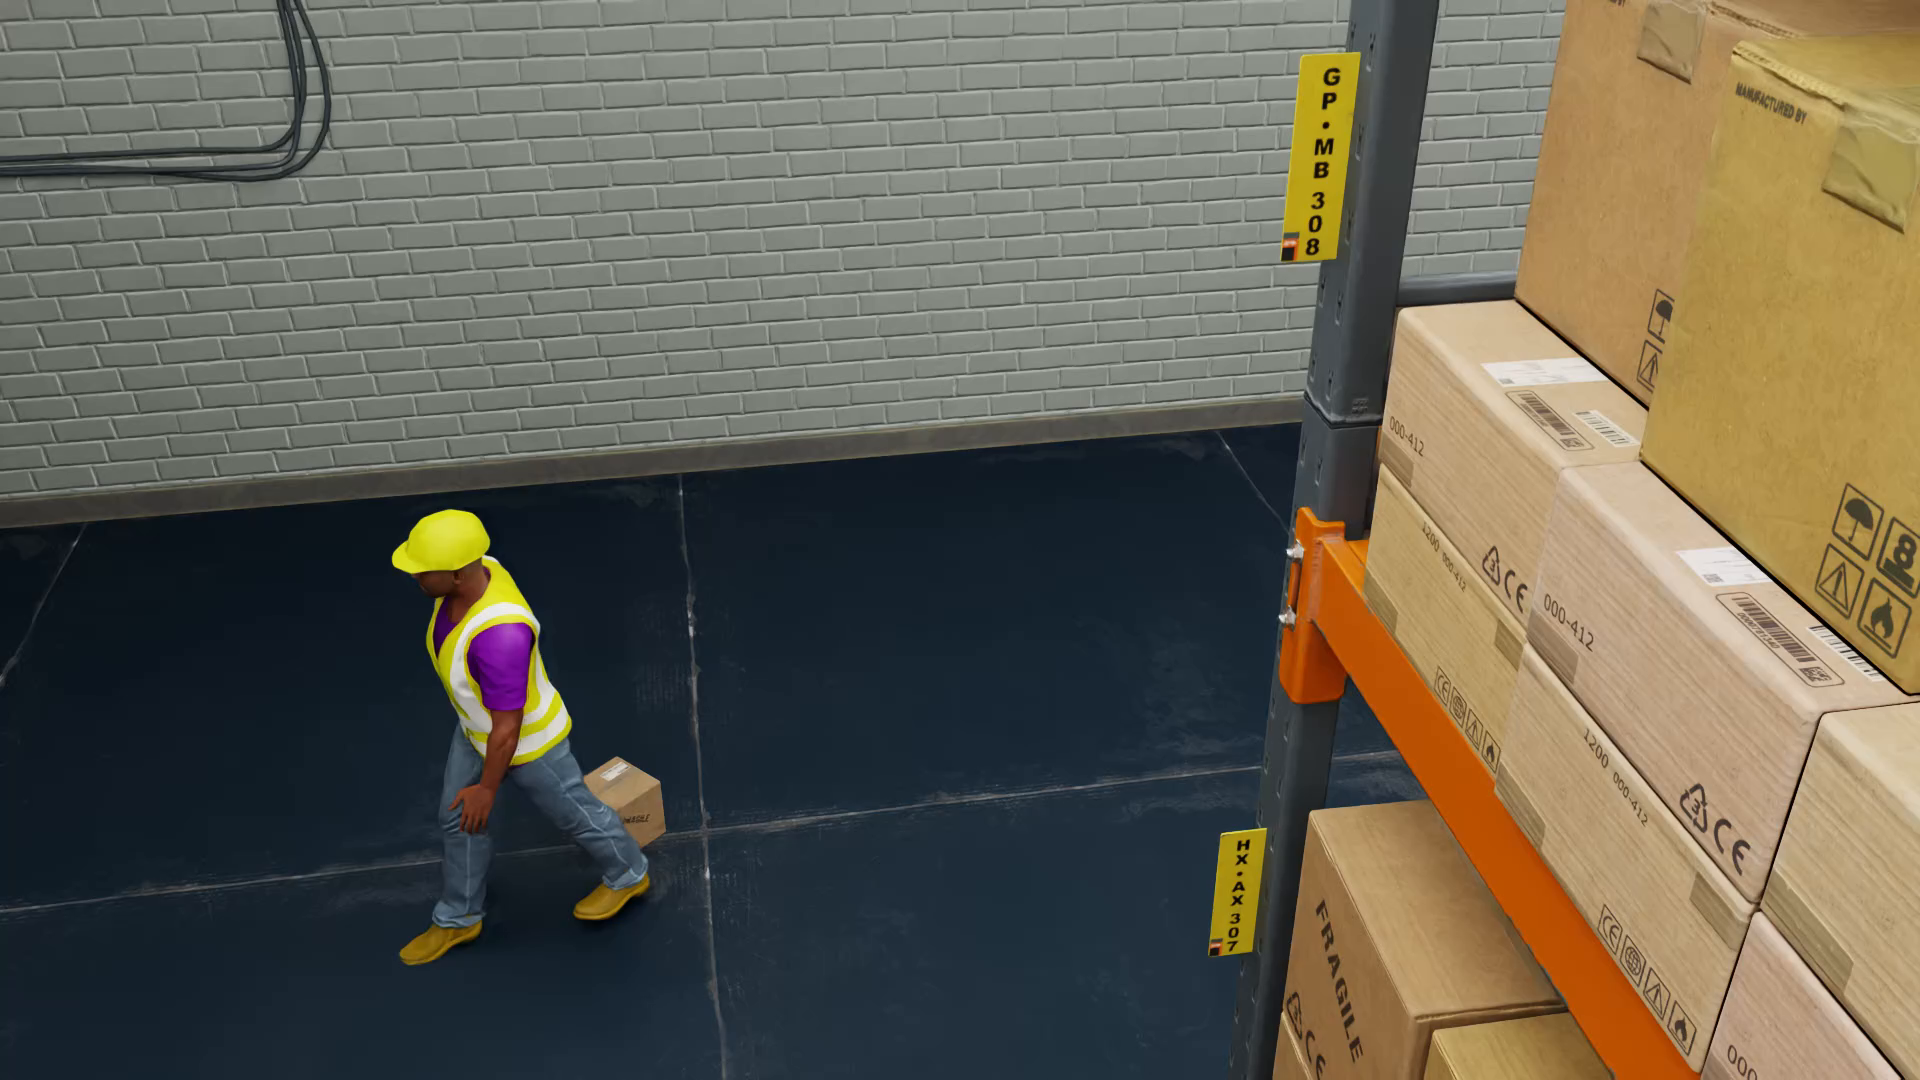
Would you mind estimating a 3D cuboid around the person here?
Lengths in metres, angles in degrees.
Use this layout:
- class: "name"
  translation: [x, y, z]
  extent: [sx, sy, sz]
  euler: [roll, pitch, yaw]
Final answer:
- class: "person"
  translation: [-1.519, 0.658, 5.508]
  extent: [0.880, 1.777, 0.600]
  euler: [-20, 36, -31]
